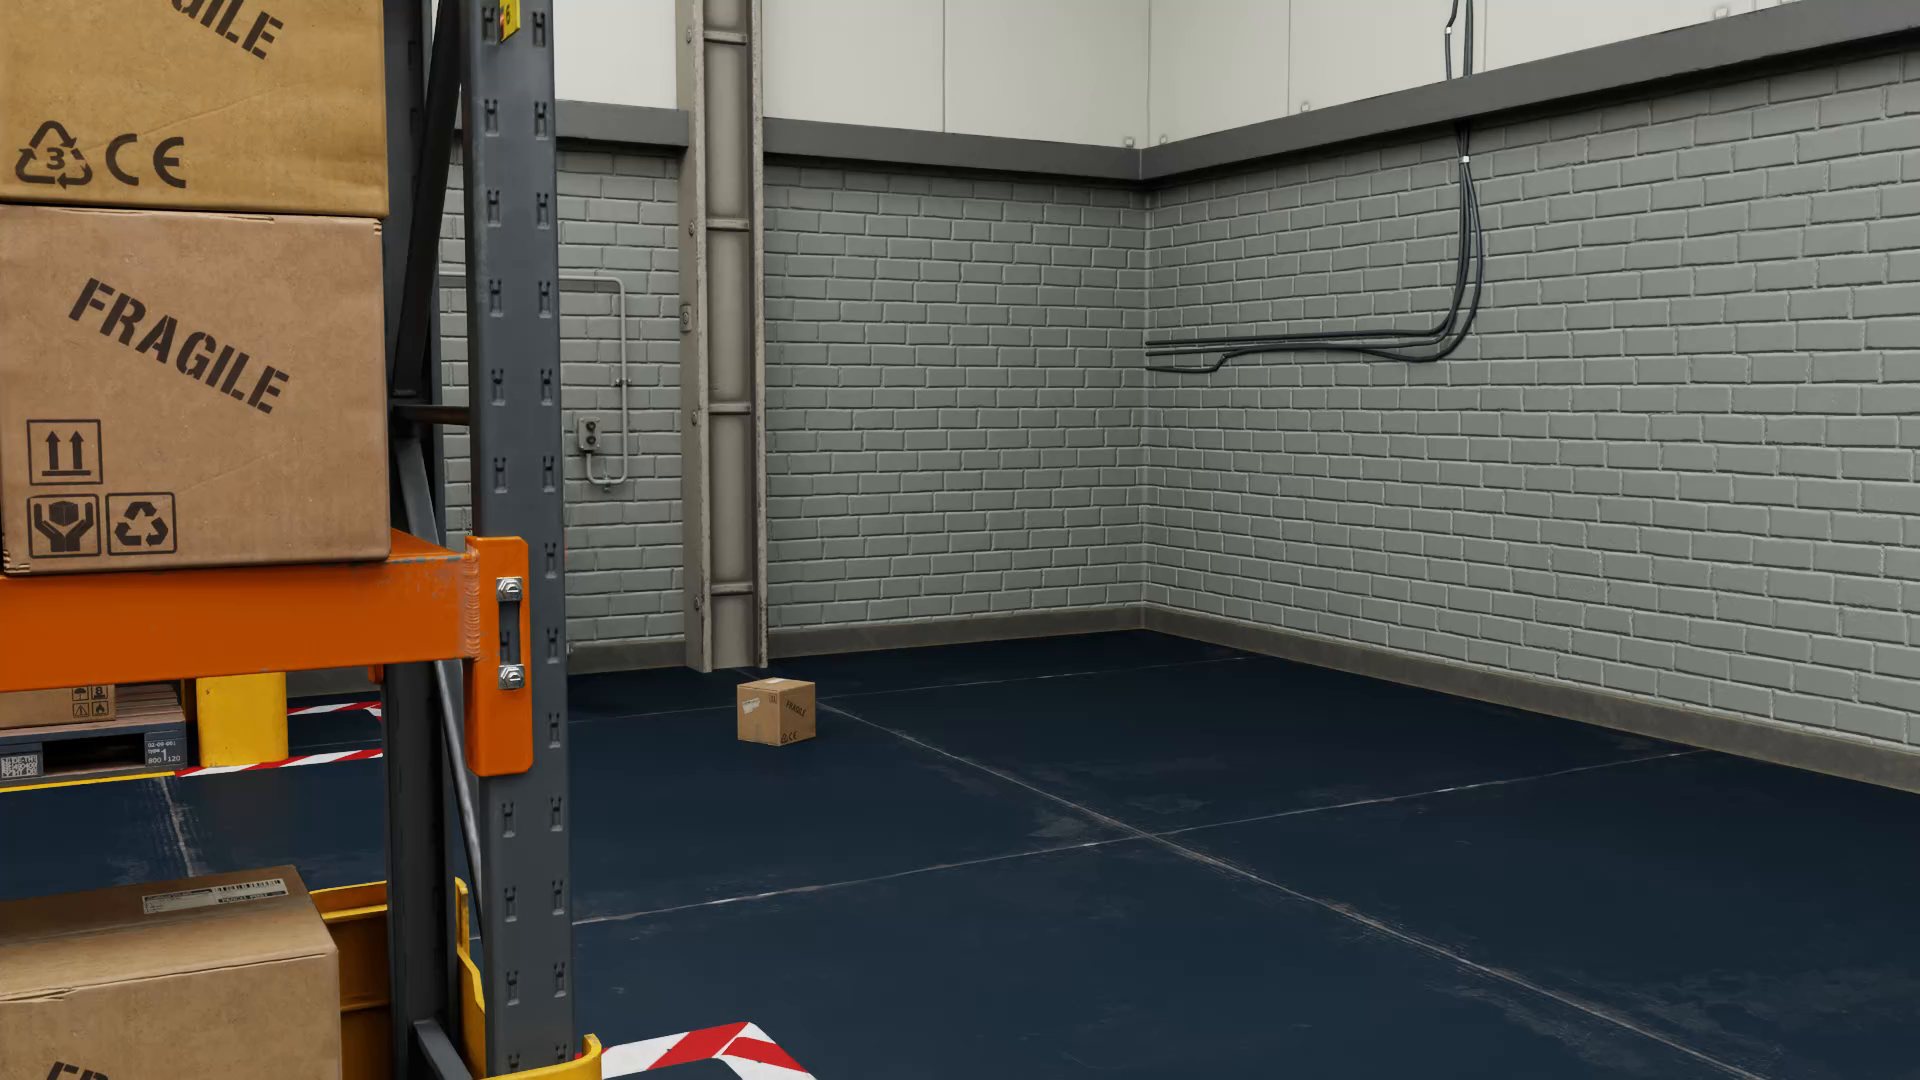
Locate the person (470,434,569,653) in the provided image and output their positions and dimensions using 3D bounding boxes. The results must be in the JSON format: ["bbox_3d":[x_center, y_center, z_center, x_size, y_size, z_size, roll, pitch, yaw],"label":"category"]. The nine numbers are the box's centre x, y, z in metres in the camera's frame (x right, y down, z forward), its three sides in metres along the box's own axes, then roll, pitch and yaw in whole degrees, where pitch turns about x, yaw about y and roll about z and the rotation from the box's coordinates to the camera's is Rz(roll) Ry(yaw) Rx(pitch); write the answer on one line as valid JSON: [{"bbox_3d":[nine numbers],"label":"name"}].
[{"bbox_3d":[-2.235,-0.077,8.372,0.740,1.755,0.550,2,6,26],"label":"person"}]
